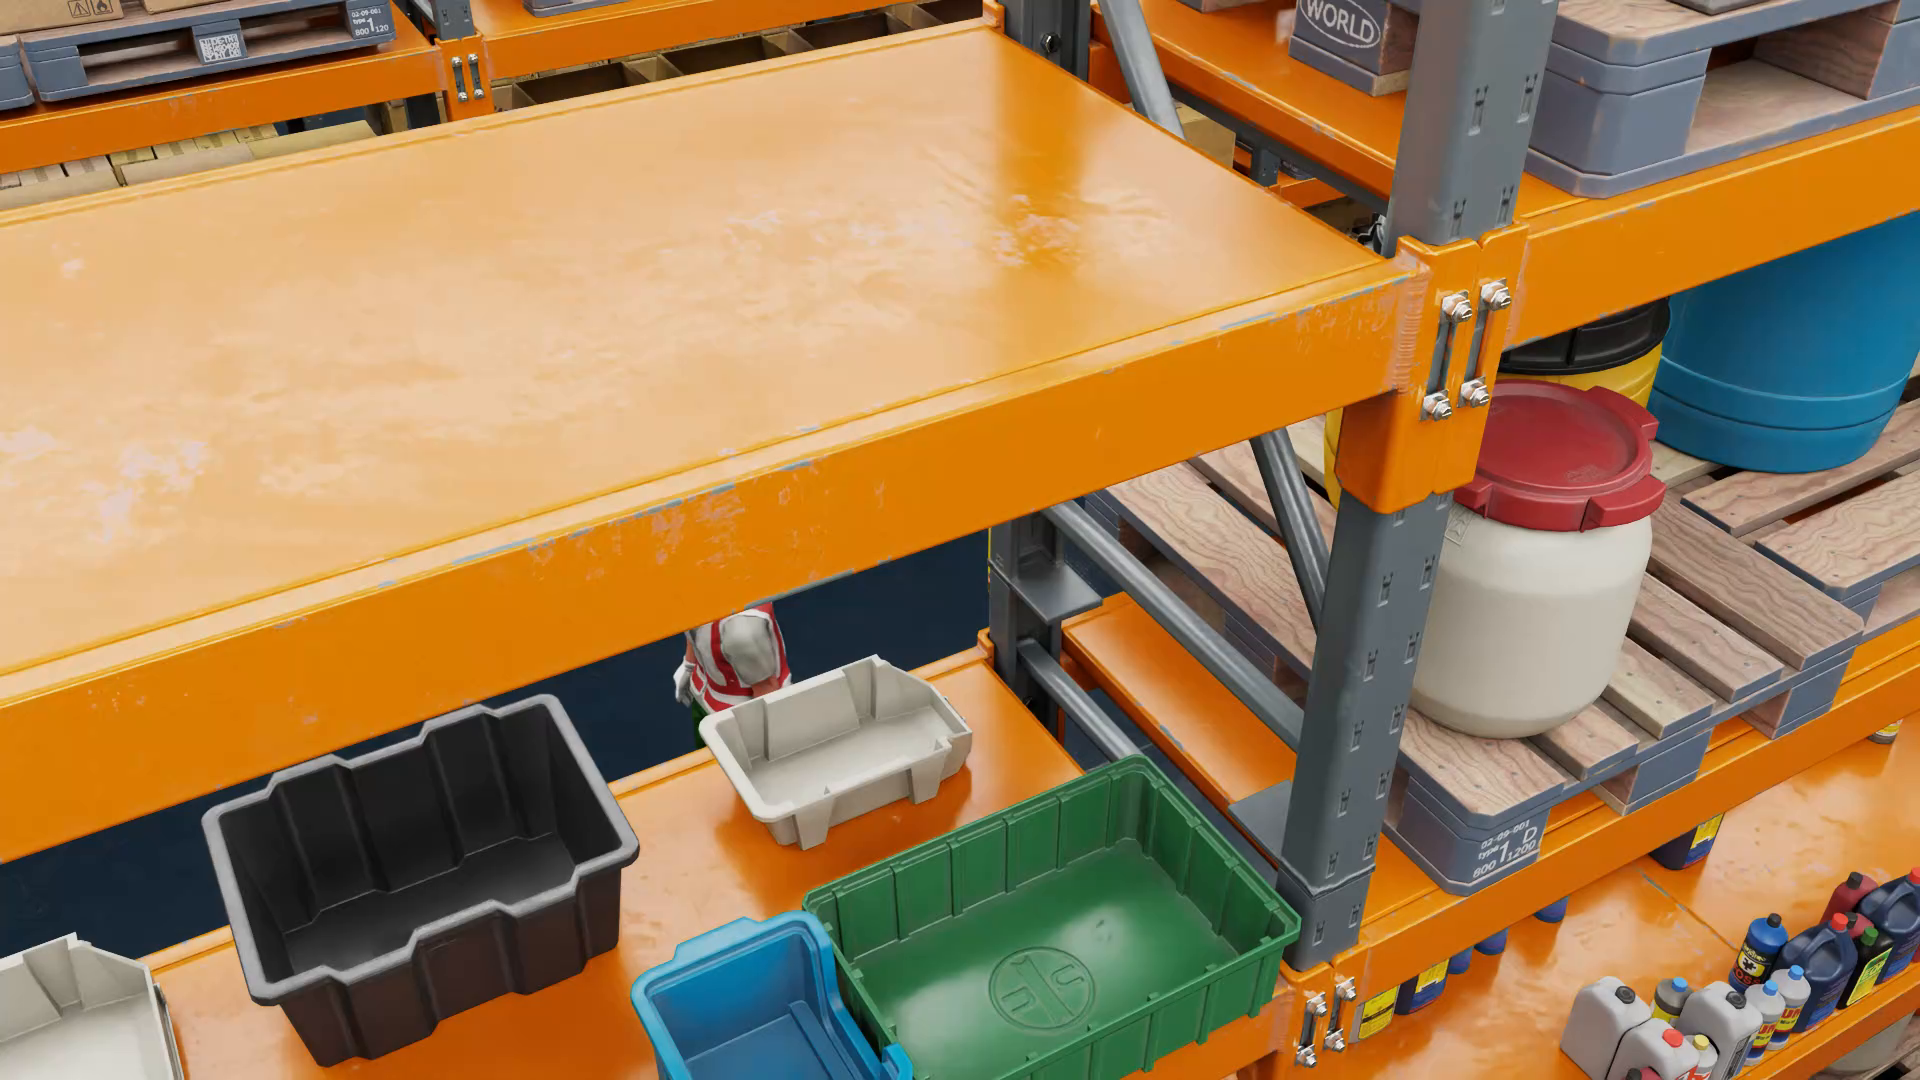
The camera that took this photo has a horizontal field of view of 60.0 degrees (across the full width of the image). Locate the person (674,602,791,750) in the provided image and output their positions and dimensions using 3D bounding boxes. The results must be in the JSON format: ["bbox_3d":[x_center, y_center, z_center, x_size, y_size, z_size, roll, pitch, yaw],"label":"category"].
[{"bbox_3d":[-0.858,0.619,6.079,0.452,1.779,0.623,-20,41,-25],"label":"person"}]
